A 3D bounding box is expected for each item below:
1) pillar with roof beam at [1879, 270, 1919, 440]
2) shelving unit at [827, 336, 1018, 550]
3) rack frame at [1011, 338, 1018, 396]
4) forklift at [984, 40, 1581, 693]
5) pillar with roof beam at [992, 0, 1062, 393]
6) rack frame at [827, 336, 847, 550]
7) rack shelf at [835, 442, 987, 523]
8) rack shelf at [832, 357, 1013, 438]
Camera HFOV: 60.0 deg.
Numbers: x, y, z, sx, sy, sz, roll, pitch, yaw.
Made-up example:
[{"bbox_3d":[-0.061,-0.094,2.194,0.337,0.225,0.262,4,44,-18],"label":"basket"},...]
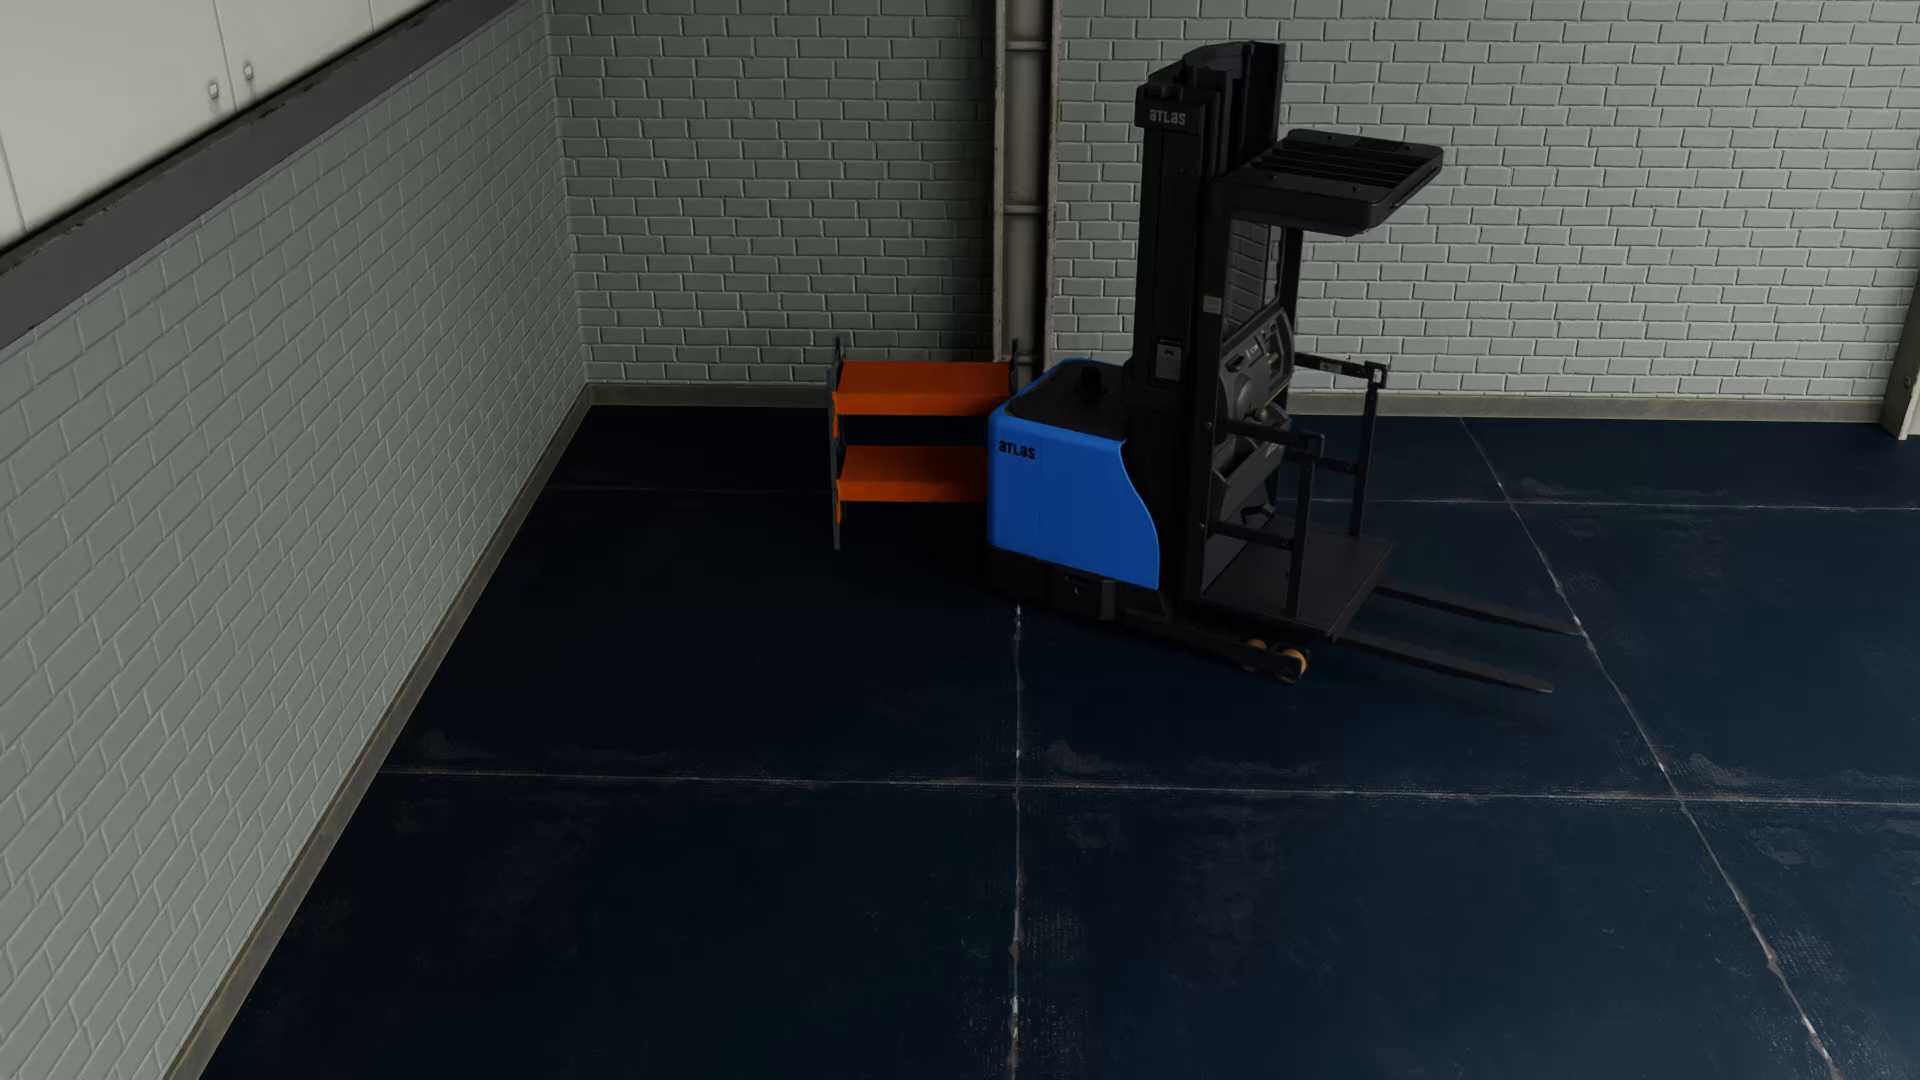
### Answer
[{"bbox_3d":[6.258,-2.695,5.225,0.400,9.000,9.100,1,28,2],"label":"pillar with roof beam"},{"bbox_3d":[-0.201,-0.550,9.587,1.048,1.125,0.538,1,28,1],"label":"shelving unit"},{"bbox_3d":[0.307,-0.544,9.575,0.032,1.125,0.500,1,28,1],"label":"rack frame"},{"bbox_3d":[1.666,-0.862,8.246,3.031,2.935,1.130,15,31,26],"label":"forklift"},{"bbox_3d":[0.261,-2.794,5.413,0.400,9.000,9.100,1,28,2],"label":"pillar with roof beam"},{"bbox_3d":[-0.709,-0.557,9.599,0.032,1.125,0.500,1,28,1],"label":"rack frame"},{"bbox_3d":[-0.201,-0.334,9.701,1.000,0.278,0.538,1,28,1],"label":"rack shelf"},{"bbox_3d":[-0.201,-0.809,9.450,1.000,0.278,0.538,1,28,1],"label":"rack shelf"}]
